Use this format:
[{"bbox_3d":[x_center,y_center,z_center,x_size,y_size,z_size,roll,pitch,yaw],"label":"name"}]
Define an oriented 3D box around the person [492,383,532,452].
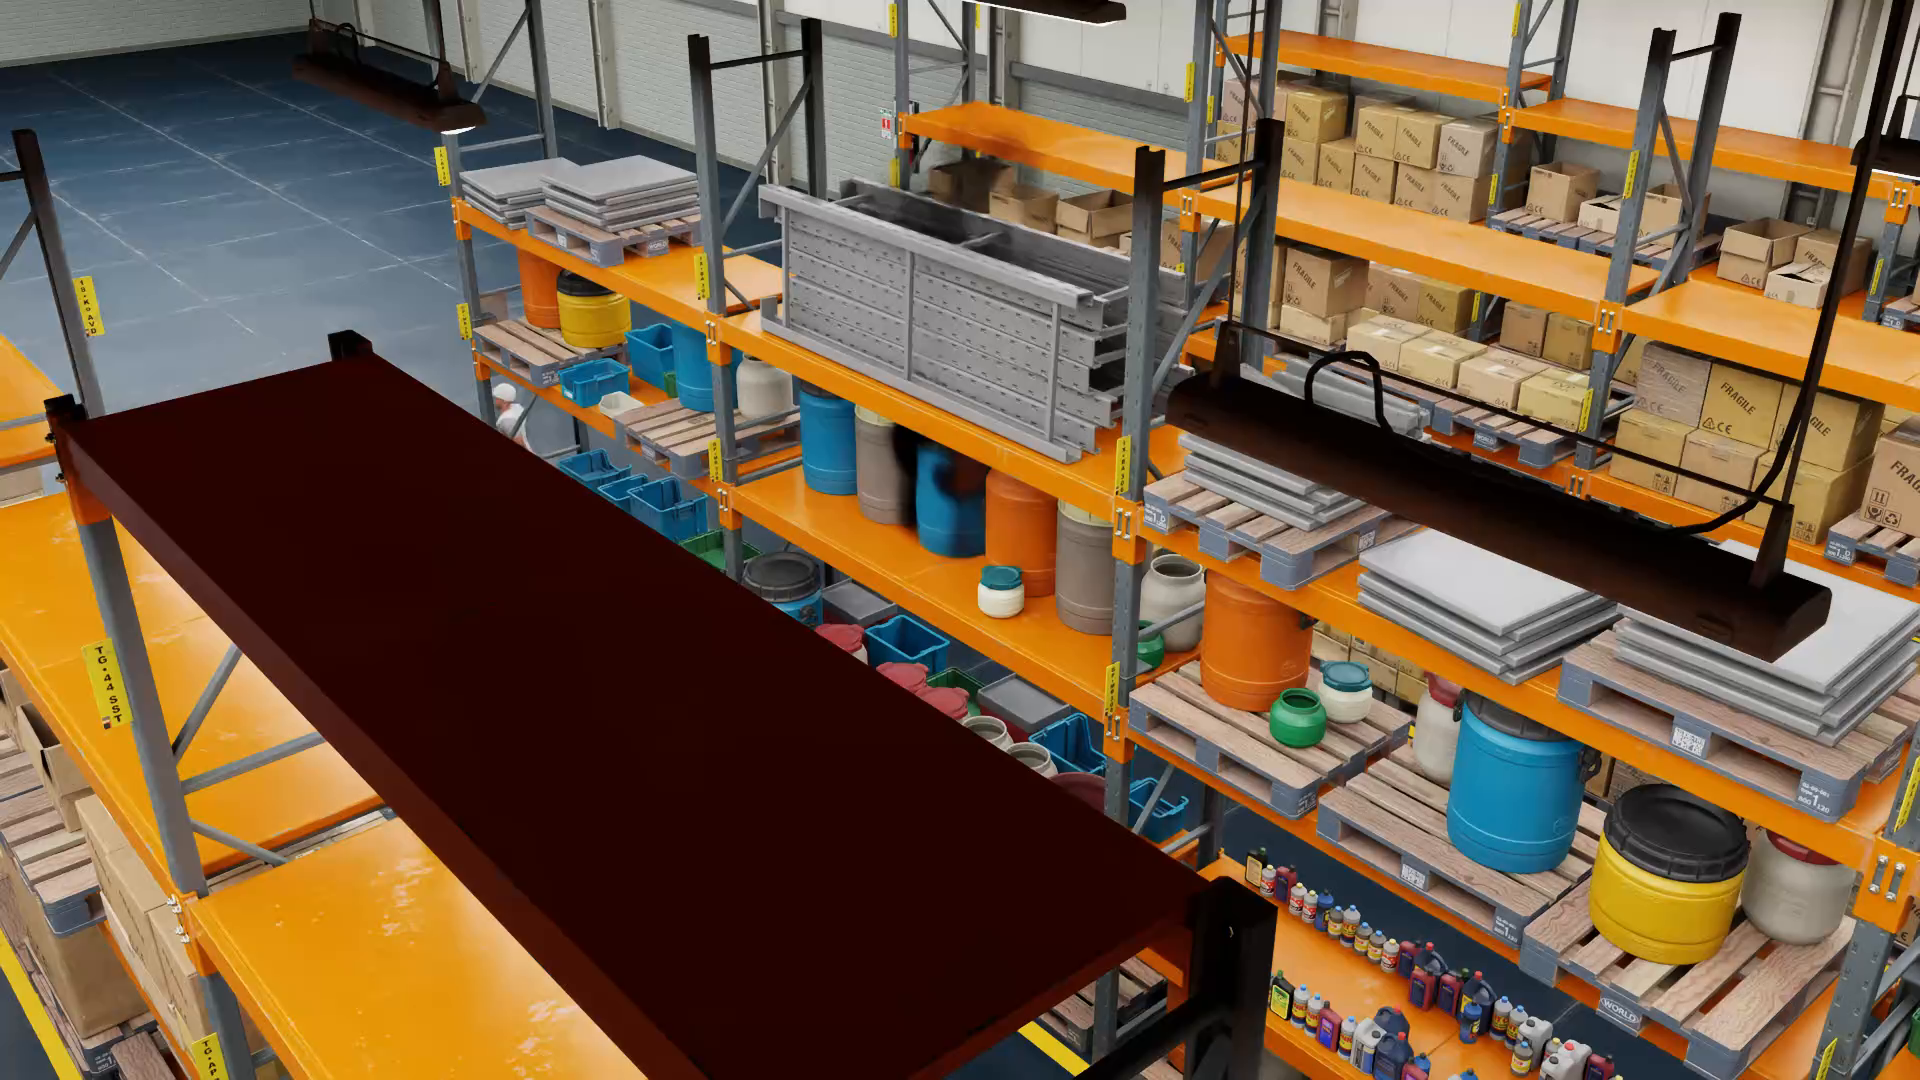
[{"bbox_3d":[-4.682,-0.807,17.232,0.605,1.755,0.687,2,27,3],"label":"person"}]
